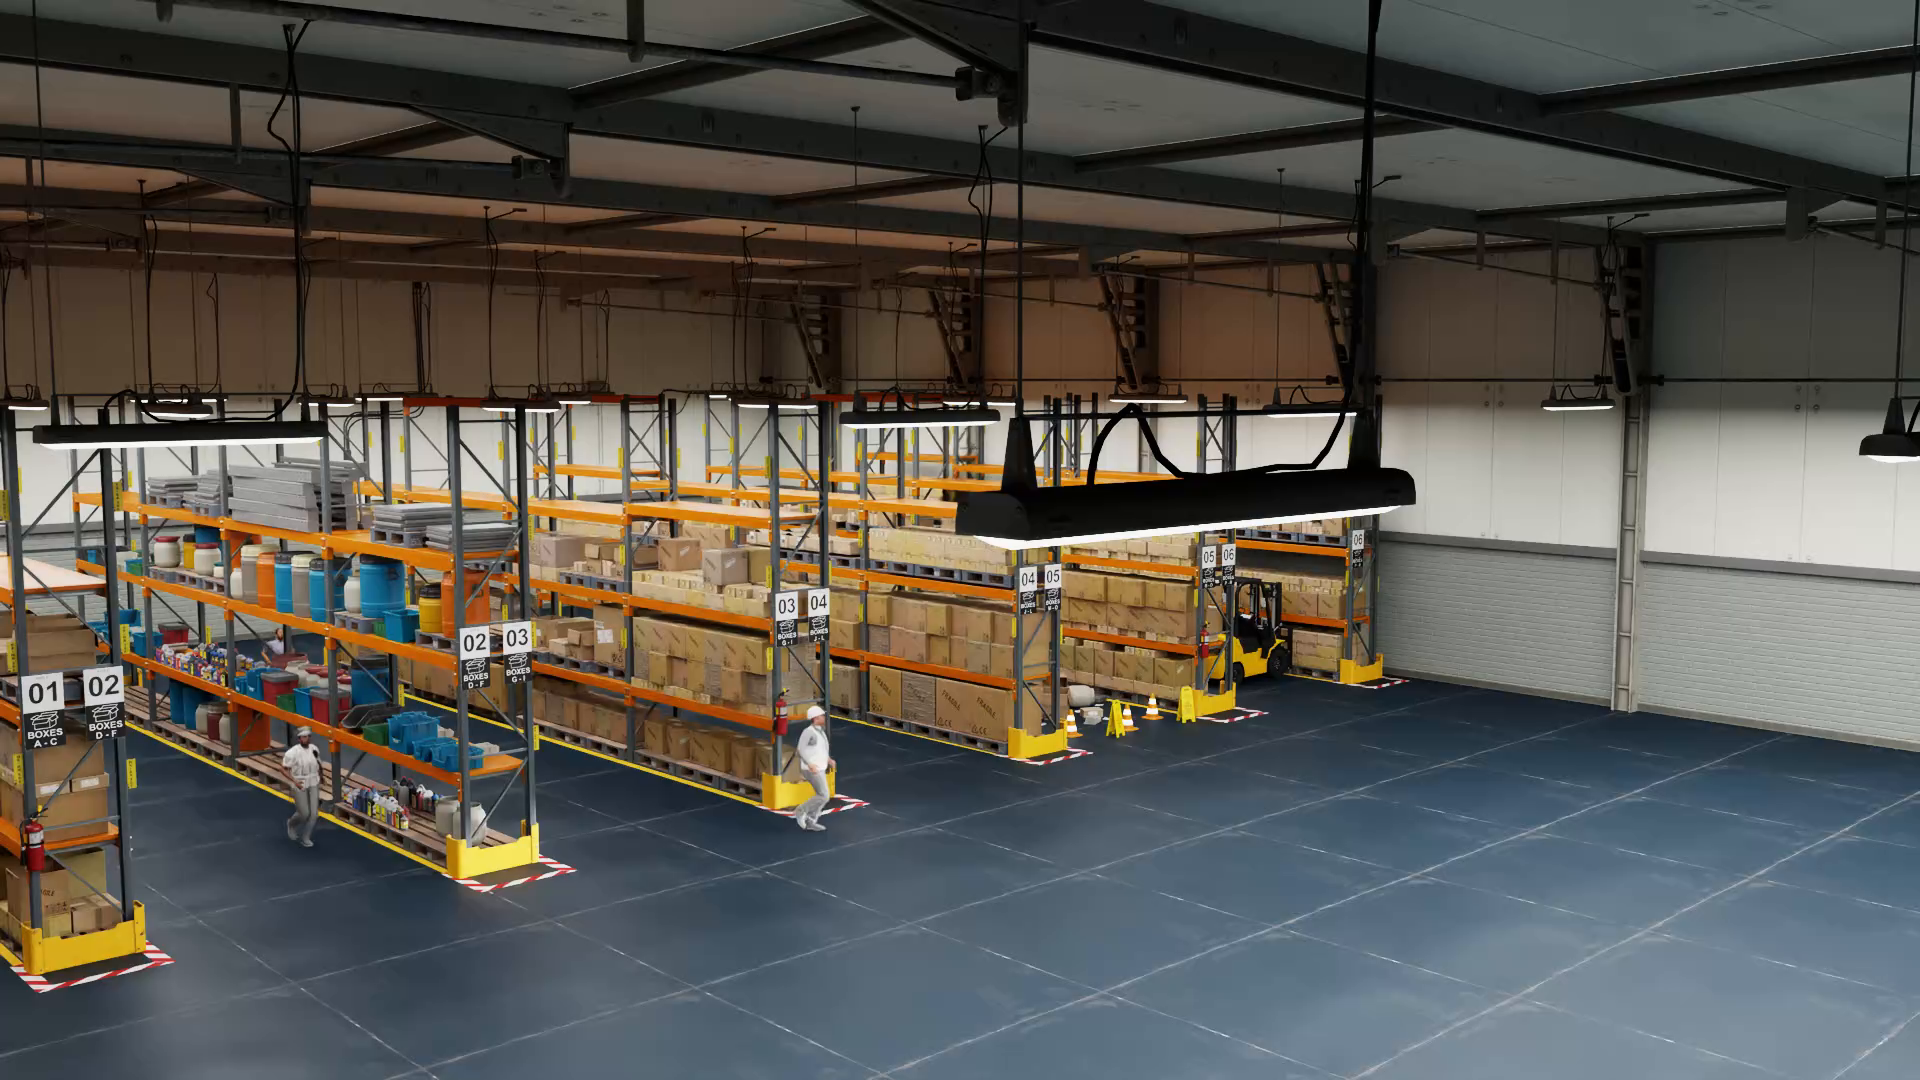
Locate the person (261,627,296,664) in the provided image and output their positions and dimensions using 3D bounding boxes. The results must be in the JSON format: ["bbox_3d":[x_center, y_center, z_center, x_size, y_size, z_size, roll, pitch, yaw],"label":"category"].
[{"bbox_3d":[-12.924,2.470,31.639,0.697,1.640,0.613,5,8,43],"label":"person"}]

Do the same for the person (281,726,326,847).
[{"bbox_3d":[-8.884,3.328,22.553,0.549,1.654,0.555,5,7,40],"label":"person"}]

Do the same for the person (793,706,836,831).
[{"bbox_3d":[-2.038,3.209,23.470,0.548,1.721,0.694,1,6,8],"label":"person"}]
